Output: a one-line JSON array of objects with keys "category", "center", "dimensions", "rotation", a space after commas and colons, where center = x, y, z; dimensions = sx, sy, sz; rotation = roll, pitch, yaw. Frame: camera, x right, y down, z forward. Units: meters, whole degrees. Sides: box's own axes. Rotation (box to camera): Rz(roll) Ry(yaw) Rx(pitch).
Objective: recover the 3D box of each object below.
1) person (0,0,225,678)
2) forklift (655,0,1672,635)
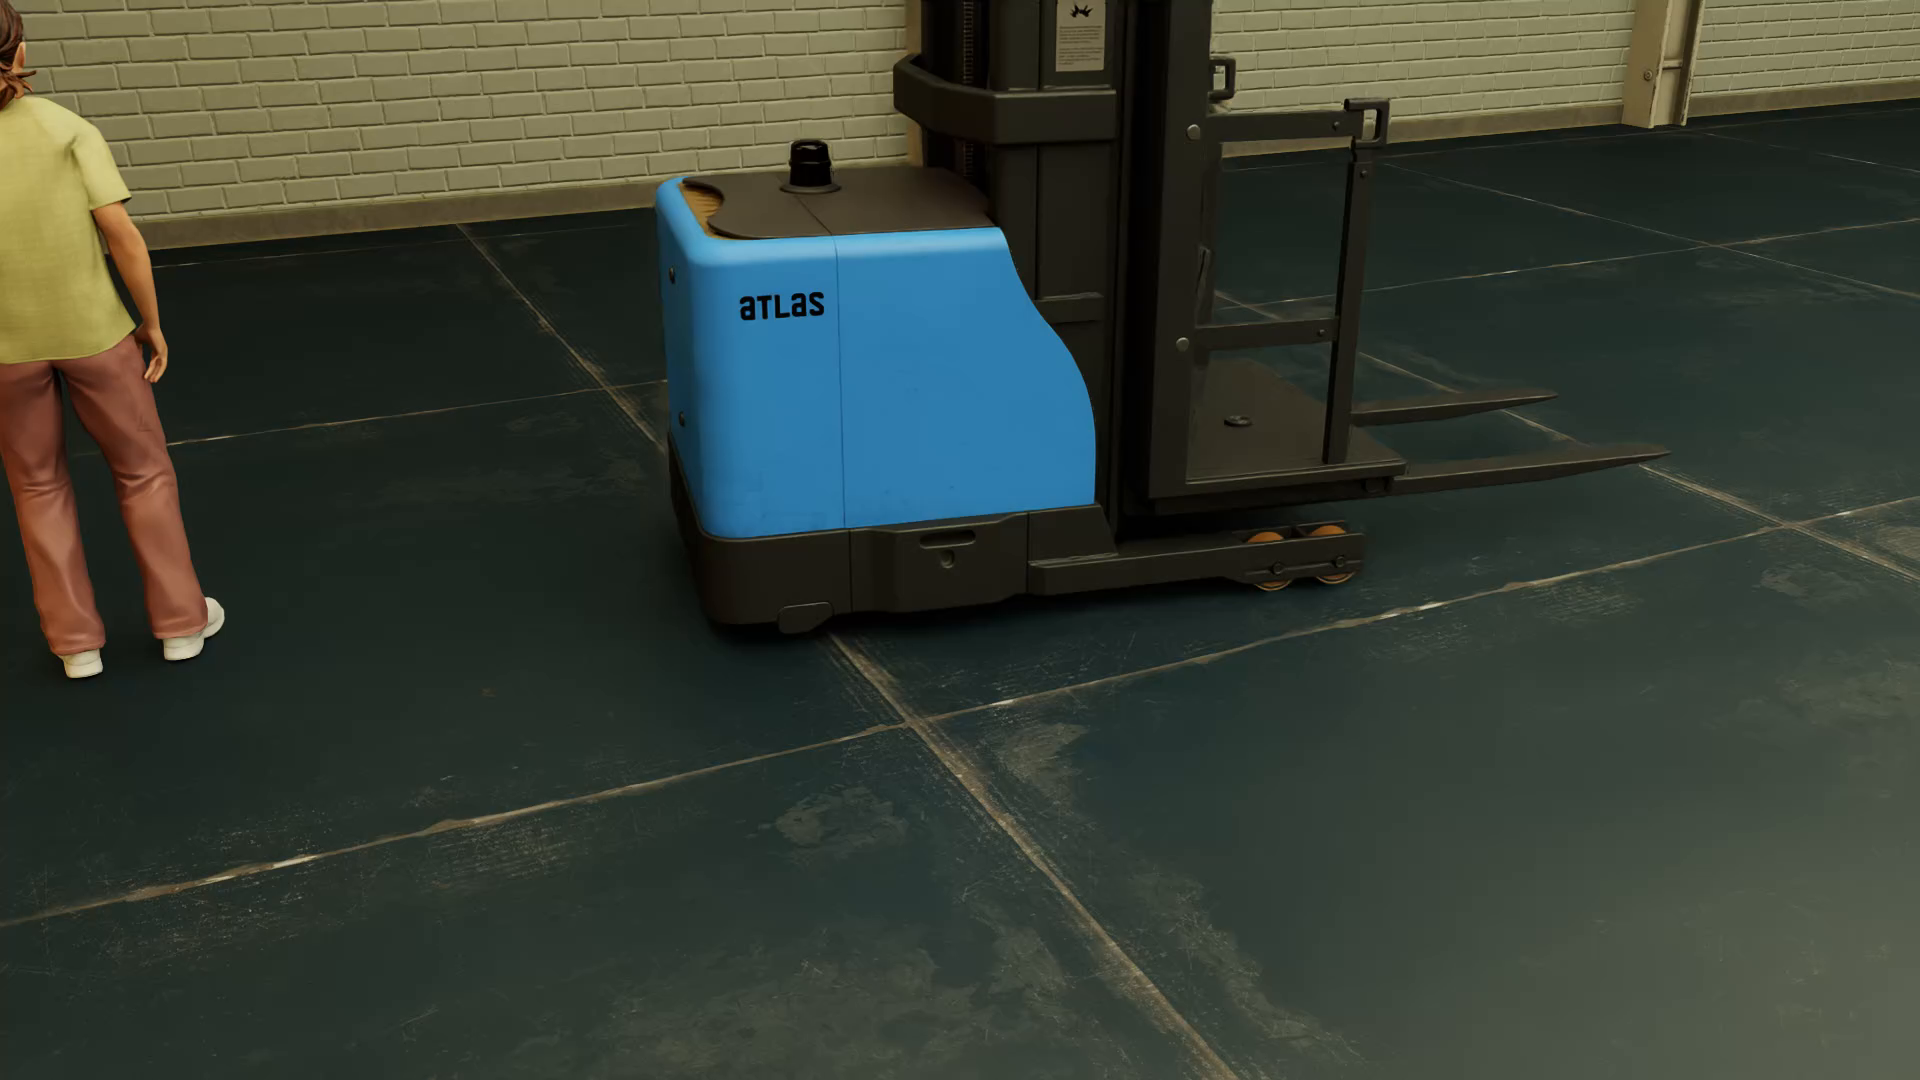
[{"category": "person", "center": [-2.205, -0.469, 4.058], "dimensions": [0.507, 1.671, 0.360], "rotation": [-9, 24, -22]}, {"category": "forklift", "center": [0.673, -1.397, 4.649], "dimensions": [3.031, 2.935, 1.130], "rotation": [-6, 23, -14]}]
